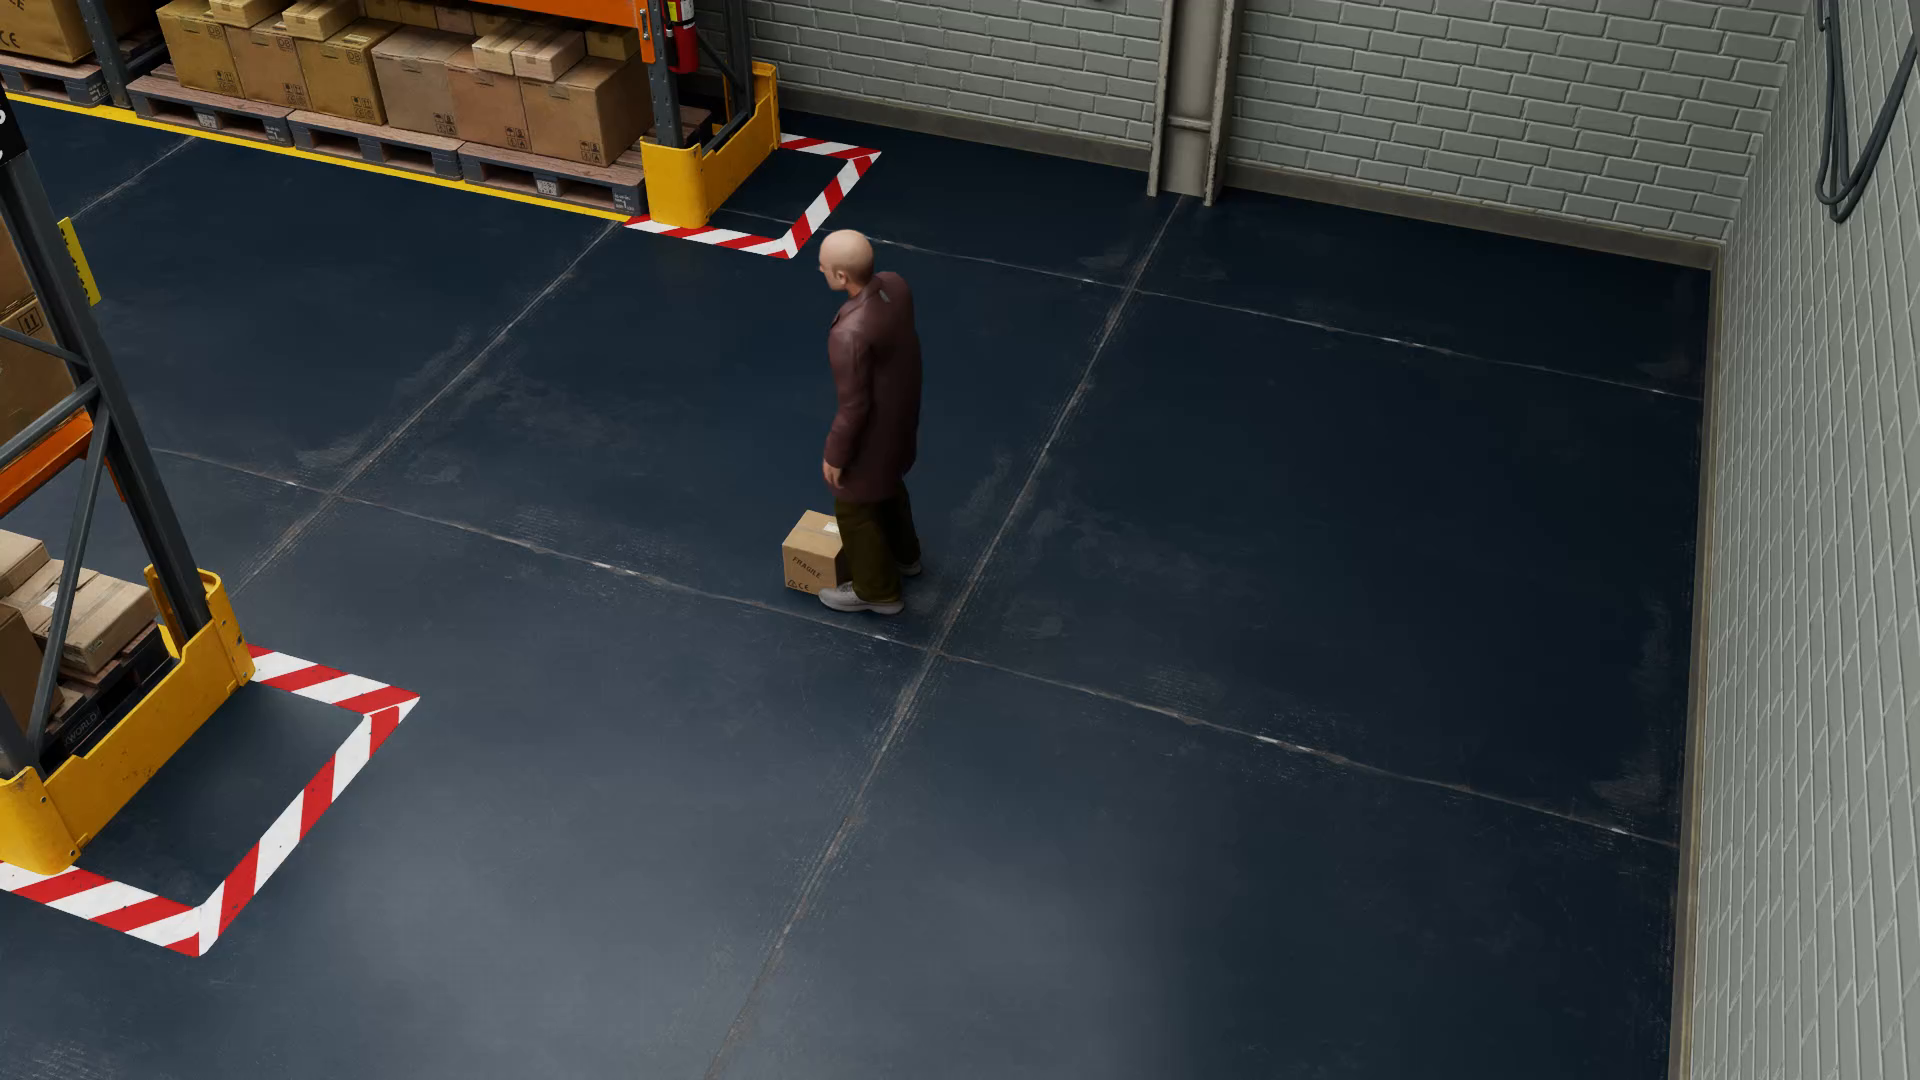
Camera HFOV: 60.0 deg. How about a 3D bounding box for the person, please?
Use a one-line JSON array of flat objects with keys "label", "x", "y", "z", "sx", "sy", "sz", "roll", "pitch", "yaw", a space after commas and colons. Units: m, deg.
[{"label": "person", "x": -0.369, "y": -0.463, "z": 6.703, "sx": 0.425, "sy": 1.774, "sz": 0.644, "roll": 14, "pitch": 43, "yaw": 15}]
